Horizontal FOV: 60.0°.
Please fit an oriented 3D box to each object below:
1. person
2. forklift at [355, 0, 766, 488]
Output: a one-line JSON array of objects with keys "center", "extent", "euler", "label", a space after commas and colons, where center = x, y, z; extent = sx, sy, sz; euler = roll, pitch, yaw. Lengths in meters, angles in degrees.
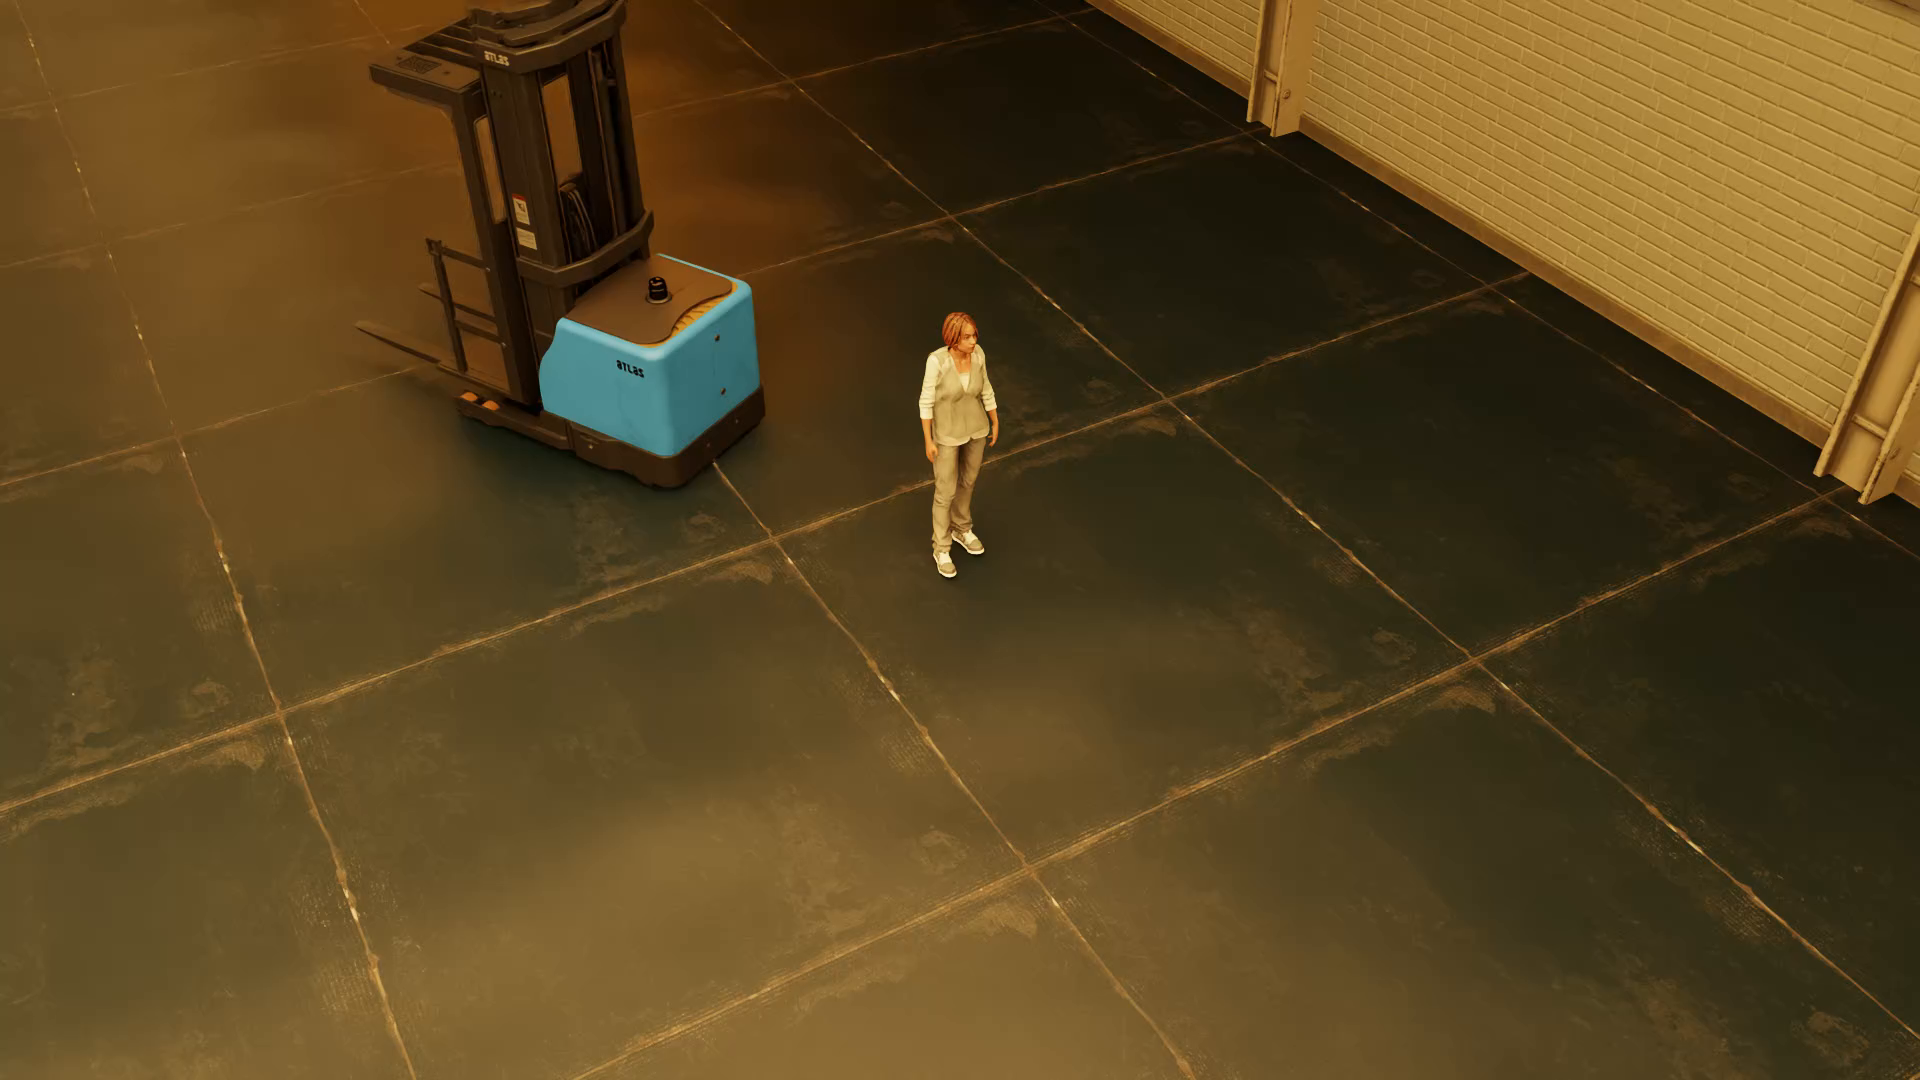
[{"center": [0.025, -0.575, 9.762], "extent": [0.520, 1.599, 0.473], "euler": [-20, 44, -23], "label": "person"}, {"center": [-2.843, -2.168, 10.650], "extent": [3.031, 2.935, 1.130], "euler": [21, 44, 24], "label": "forklift"}]
